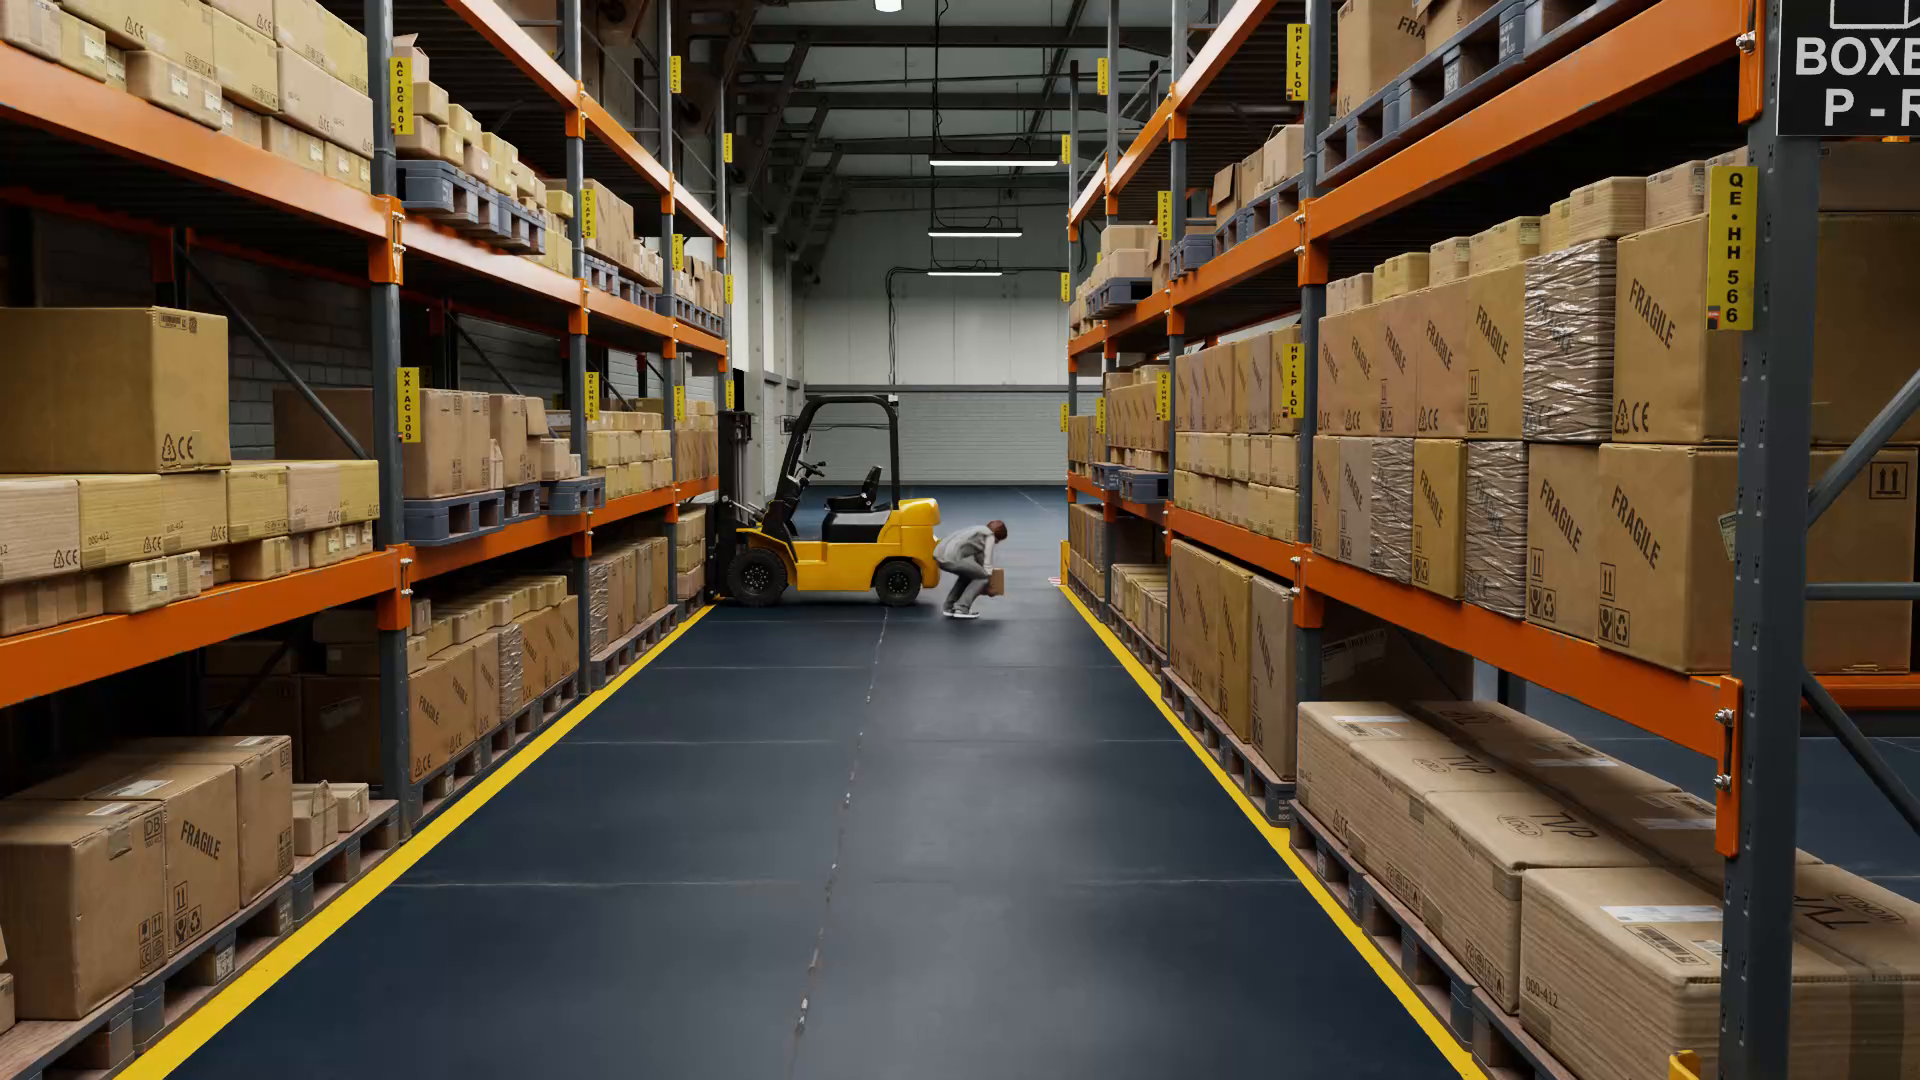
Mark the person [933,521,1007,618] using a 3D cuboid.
[{"bbox_3d":[0.118,0.285,16.091,0.837,0.913,0.432,-3,5,-33],"label":"person"}]
